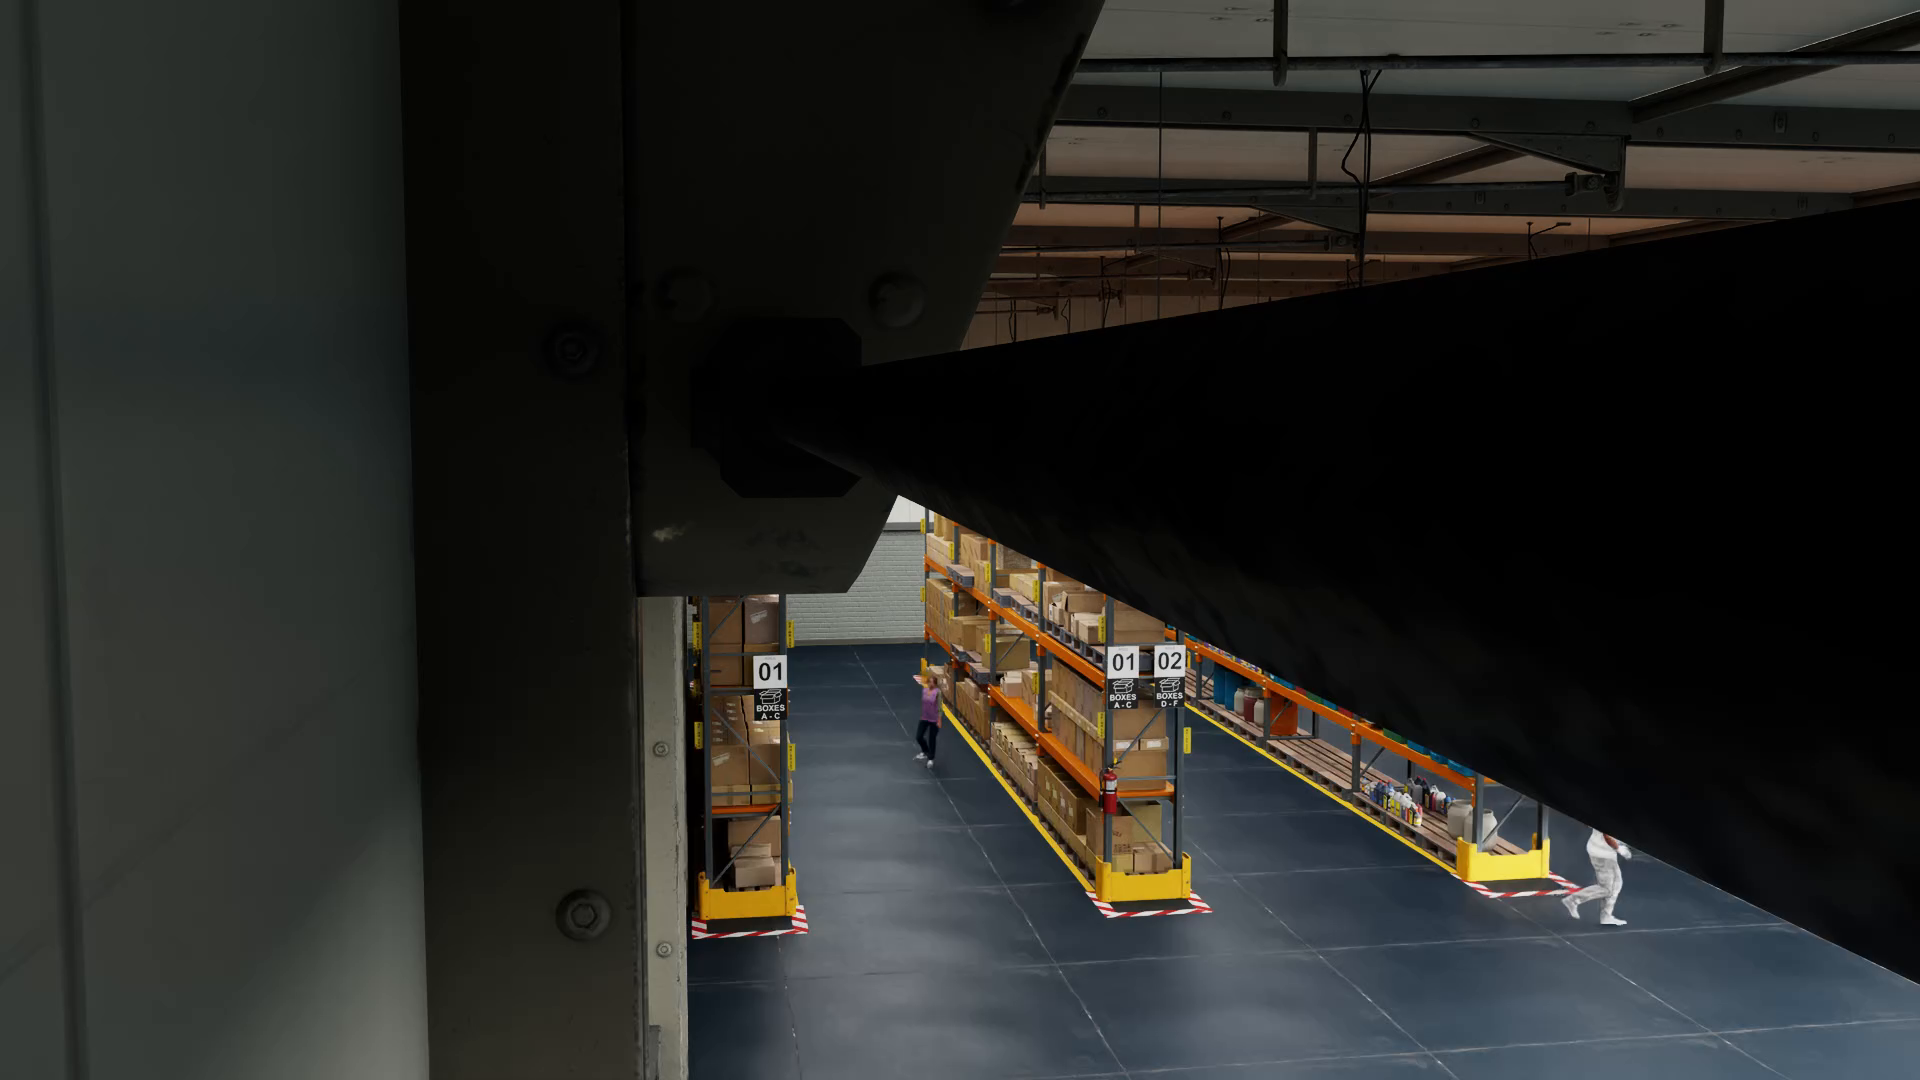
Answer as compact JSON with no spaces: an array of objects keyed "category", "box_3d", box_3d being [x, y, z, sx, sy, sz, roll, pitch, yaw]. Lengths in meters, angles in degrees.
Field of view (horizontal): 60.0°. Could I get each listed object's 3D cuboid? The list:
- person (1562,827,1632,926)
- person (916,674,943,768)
[{"category":"person","box_3d":[7.573,3.731,19.796,0.756,1.731,0.690,1,5,13]},{"category":"person","box_3d":[-0.516,3.062,28.227,0.539,1.611,0.444,2,5,23]}]
